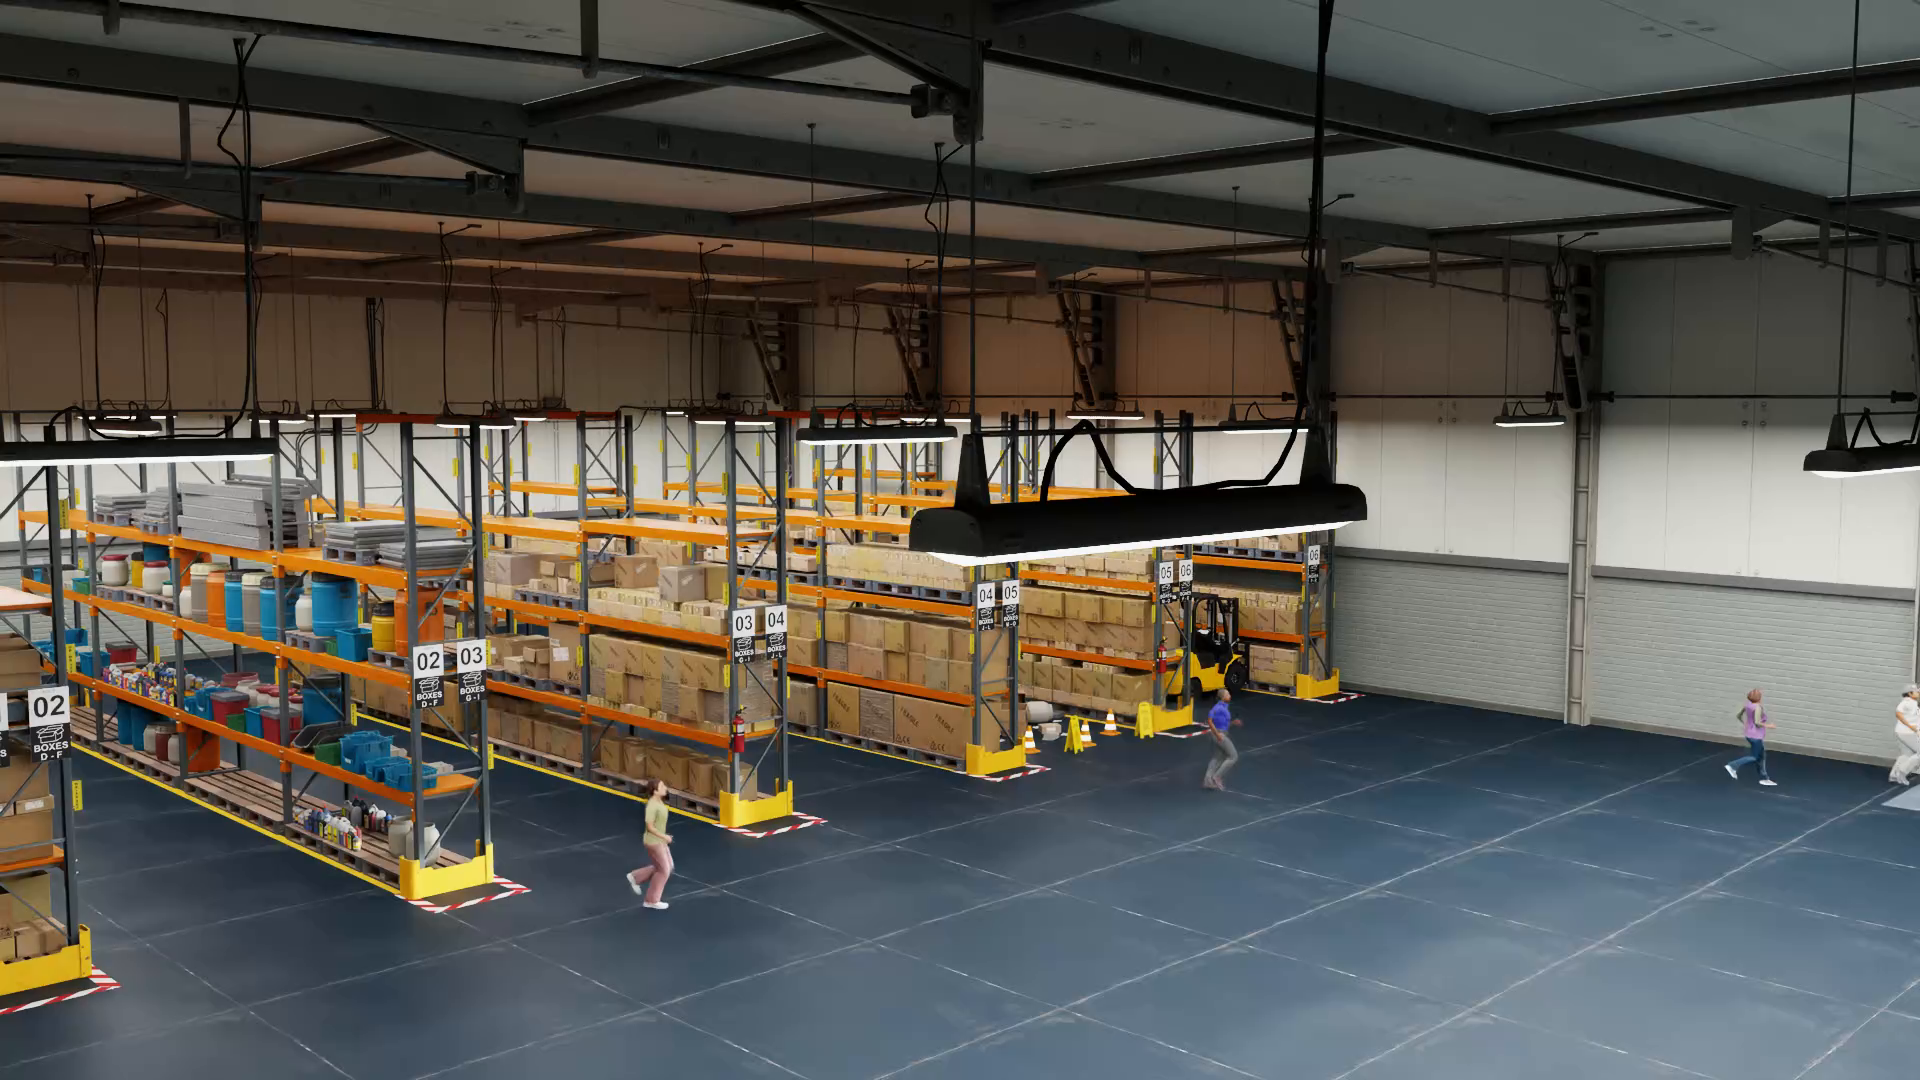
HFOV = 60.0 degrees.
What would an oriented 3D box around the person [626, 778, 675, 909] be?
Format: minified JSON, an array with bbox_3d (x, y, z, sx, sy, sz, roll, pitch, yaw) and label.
[{"bbox_3d":[-3.823,3.745,20.550,0.616,1.641,0.591,0,5,-4],"label":"person"}]

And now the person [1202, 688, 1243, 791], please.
[{"bbox_3d":[4.229,3.199,26.744,0.652,1.651,0.552,0,5,5],"label":"person"}]

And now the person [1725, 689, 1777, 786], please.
[{"bbox_3d":[12.823,3.202,26.915,0.839,1.591,0.538,0,5,4],"label":"person"}]

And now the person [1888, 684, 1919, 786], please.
[{"bbox_3d":[15.475,3.163,27.082,0.541,1.637,0.640,2,6,26],"label":"person"}]
